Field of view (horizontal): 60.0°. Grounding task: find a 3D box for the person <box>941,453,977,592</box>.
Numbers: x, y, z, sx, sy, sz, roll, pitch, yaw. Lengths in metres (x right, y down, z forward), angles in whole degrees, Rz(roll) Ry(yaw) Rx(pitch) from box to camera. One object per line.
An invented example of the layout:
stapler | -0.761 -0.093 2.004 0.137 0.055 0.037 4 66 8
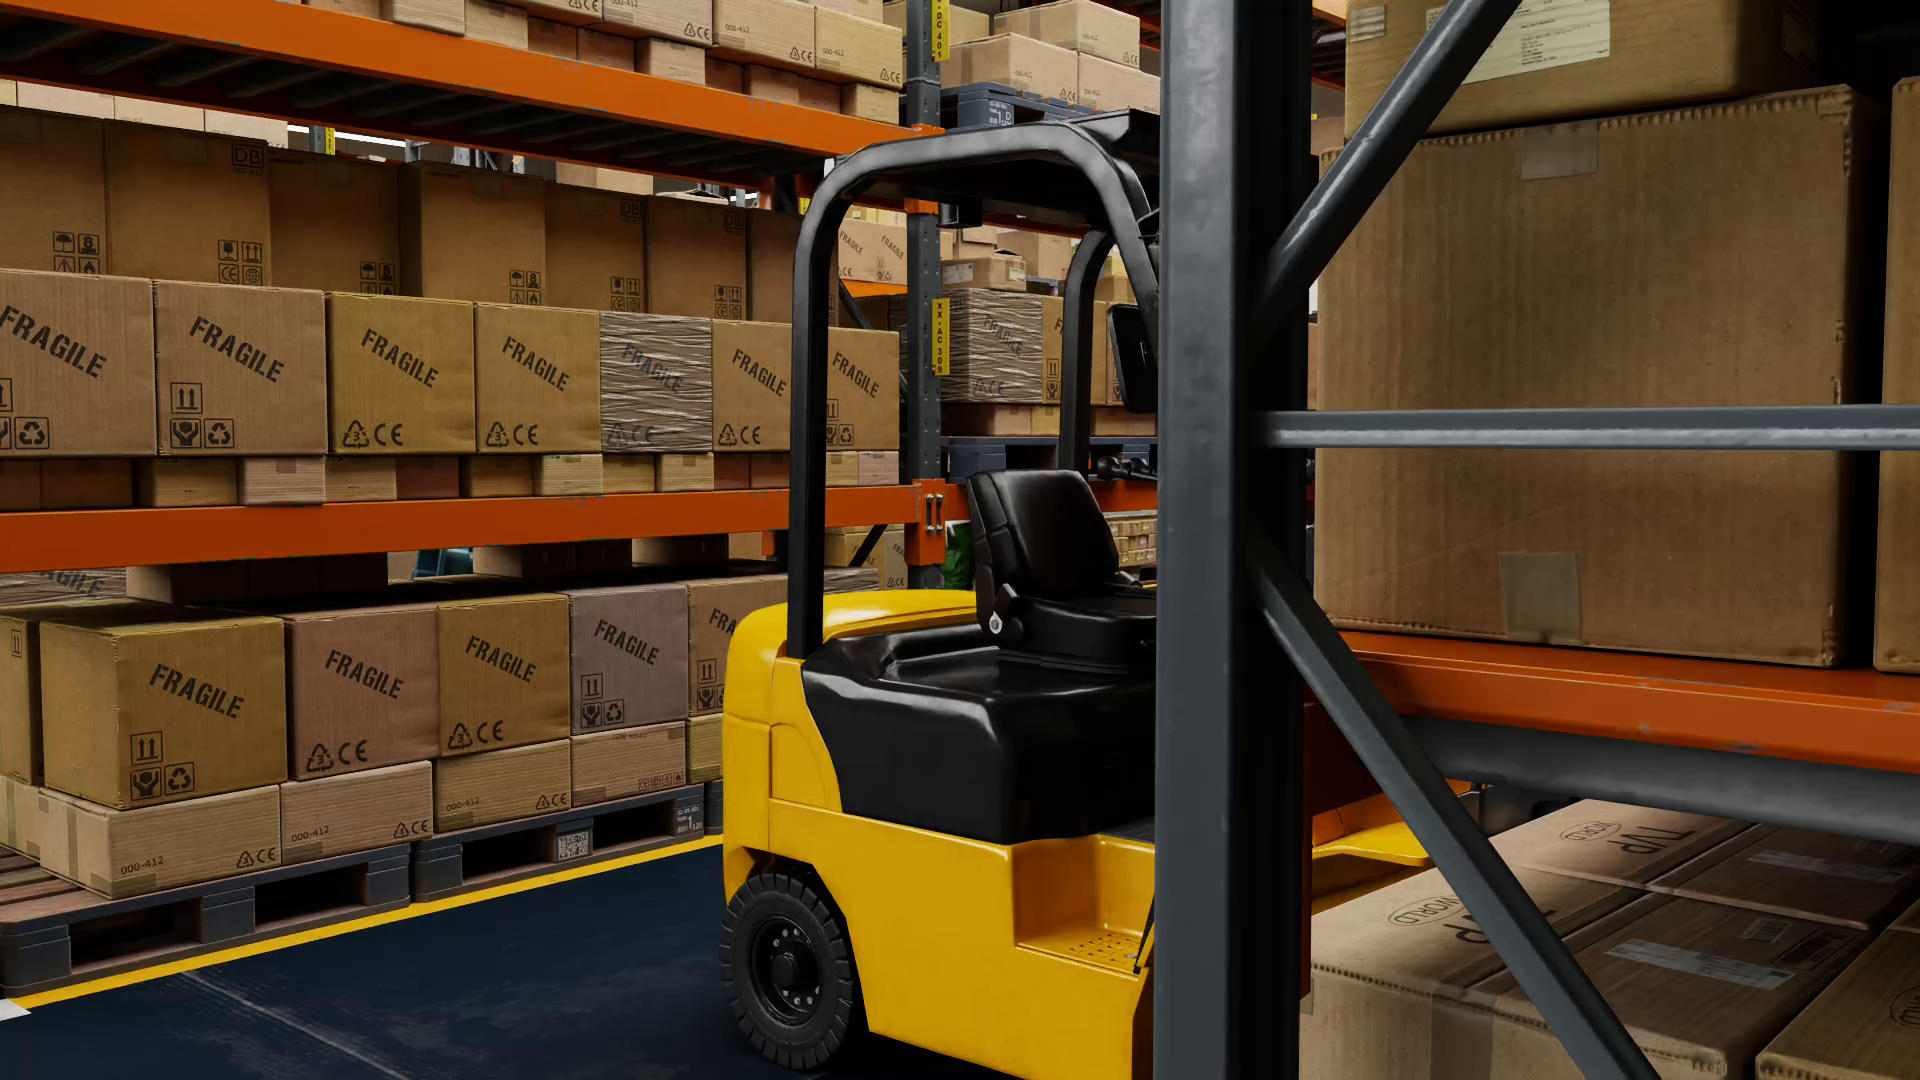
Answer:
person | 0.079 -0.080 11.132 0.564 1.788 0.624 3 5 41
